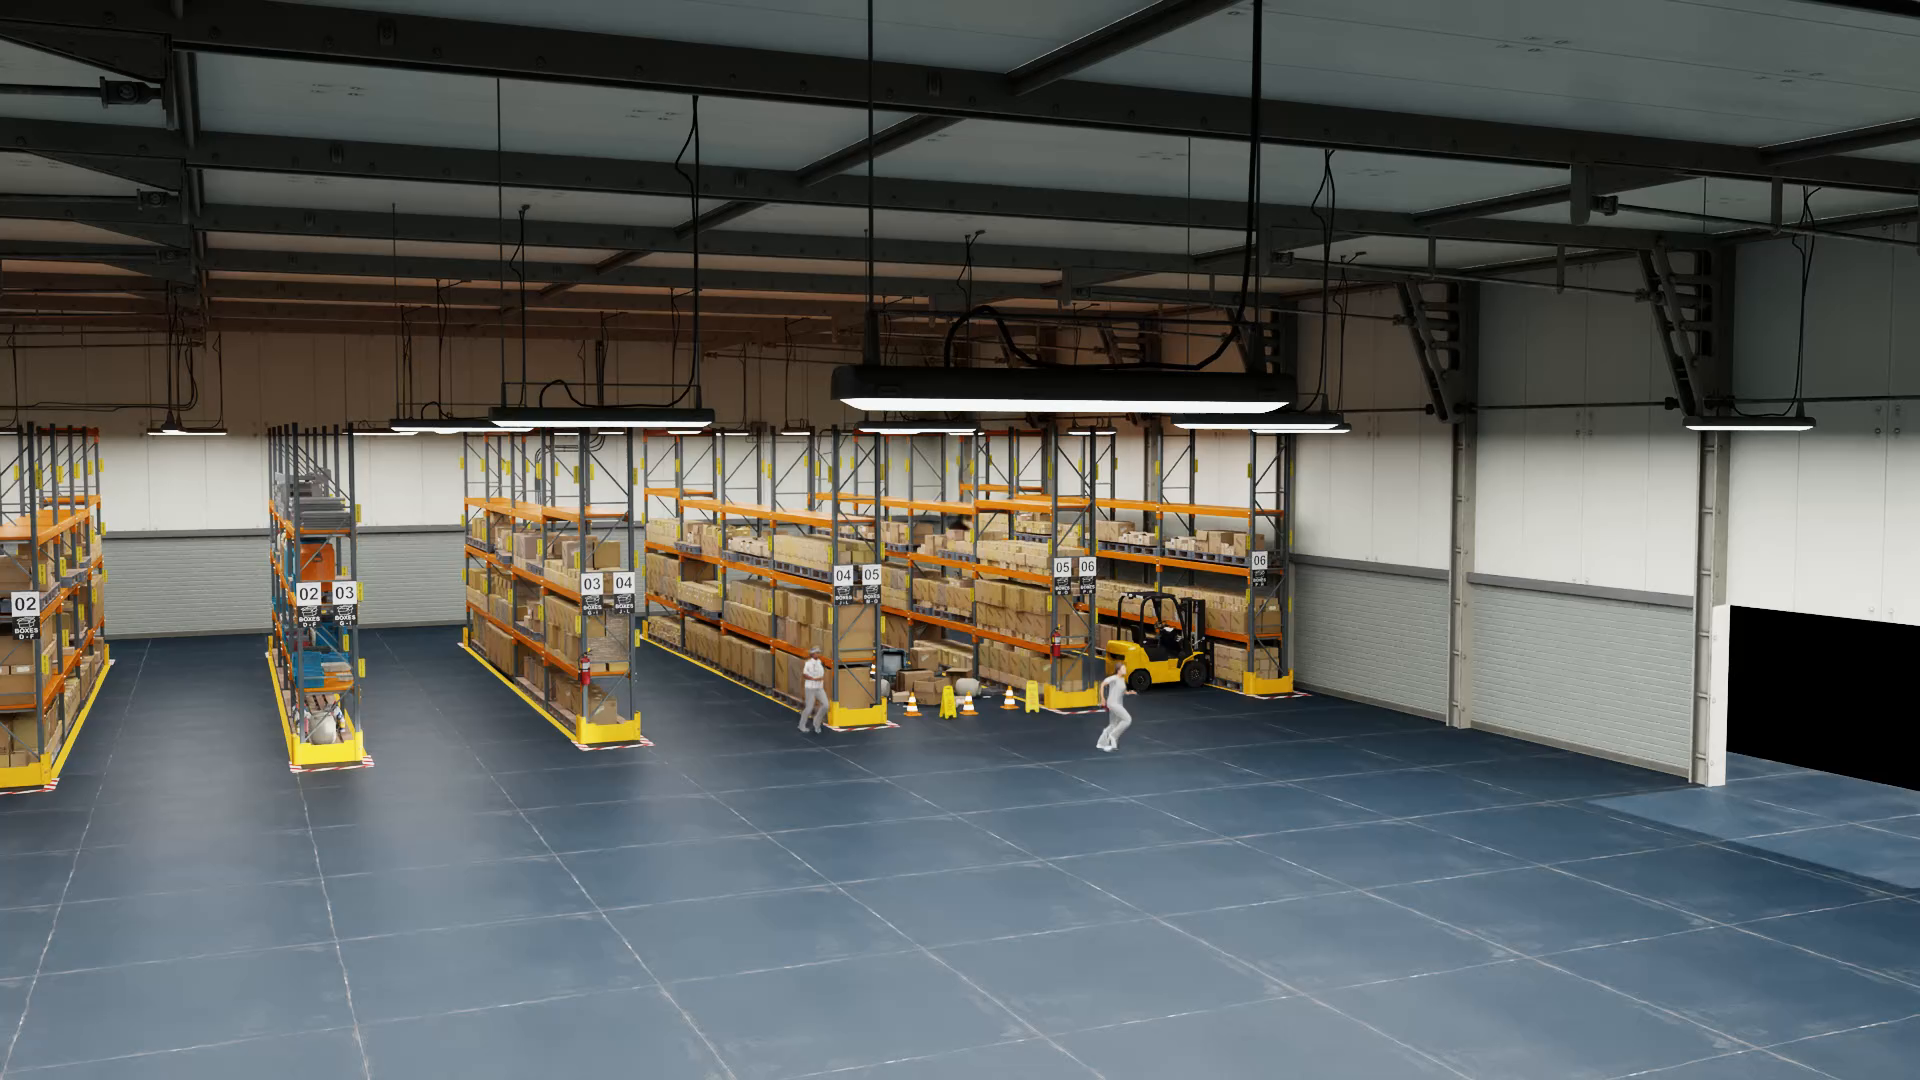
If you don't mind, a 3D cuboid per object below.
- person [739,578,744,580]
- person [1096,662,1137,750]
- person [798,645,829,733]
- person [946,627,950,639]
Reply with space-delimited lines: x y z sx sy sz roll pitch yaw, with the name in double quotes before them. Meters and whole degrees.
"person" -6.190 1.953 47.430 0.707 1.736 0.690 -2 4 -28
"person" 2.855 3.038 30.327 0.742 1.616 0.598 2 4 25
"person" -2.816 2.910 32.370 0.642 1.727 0.577 3 4 36
"person" -0.566 2.072 46.327 0.584 1.670 0.865 -1 4 -20
